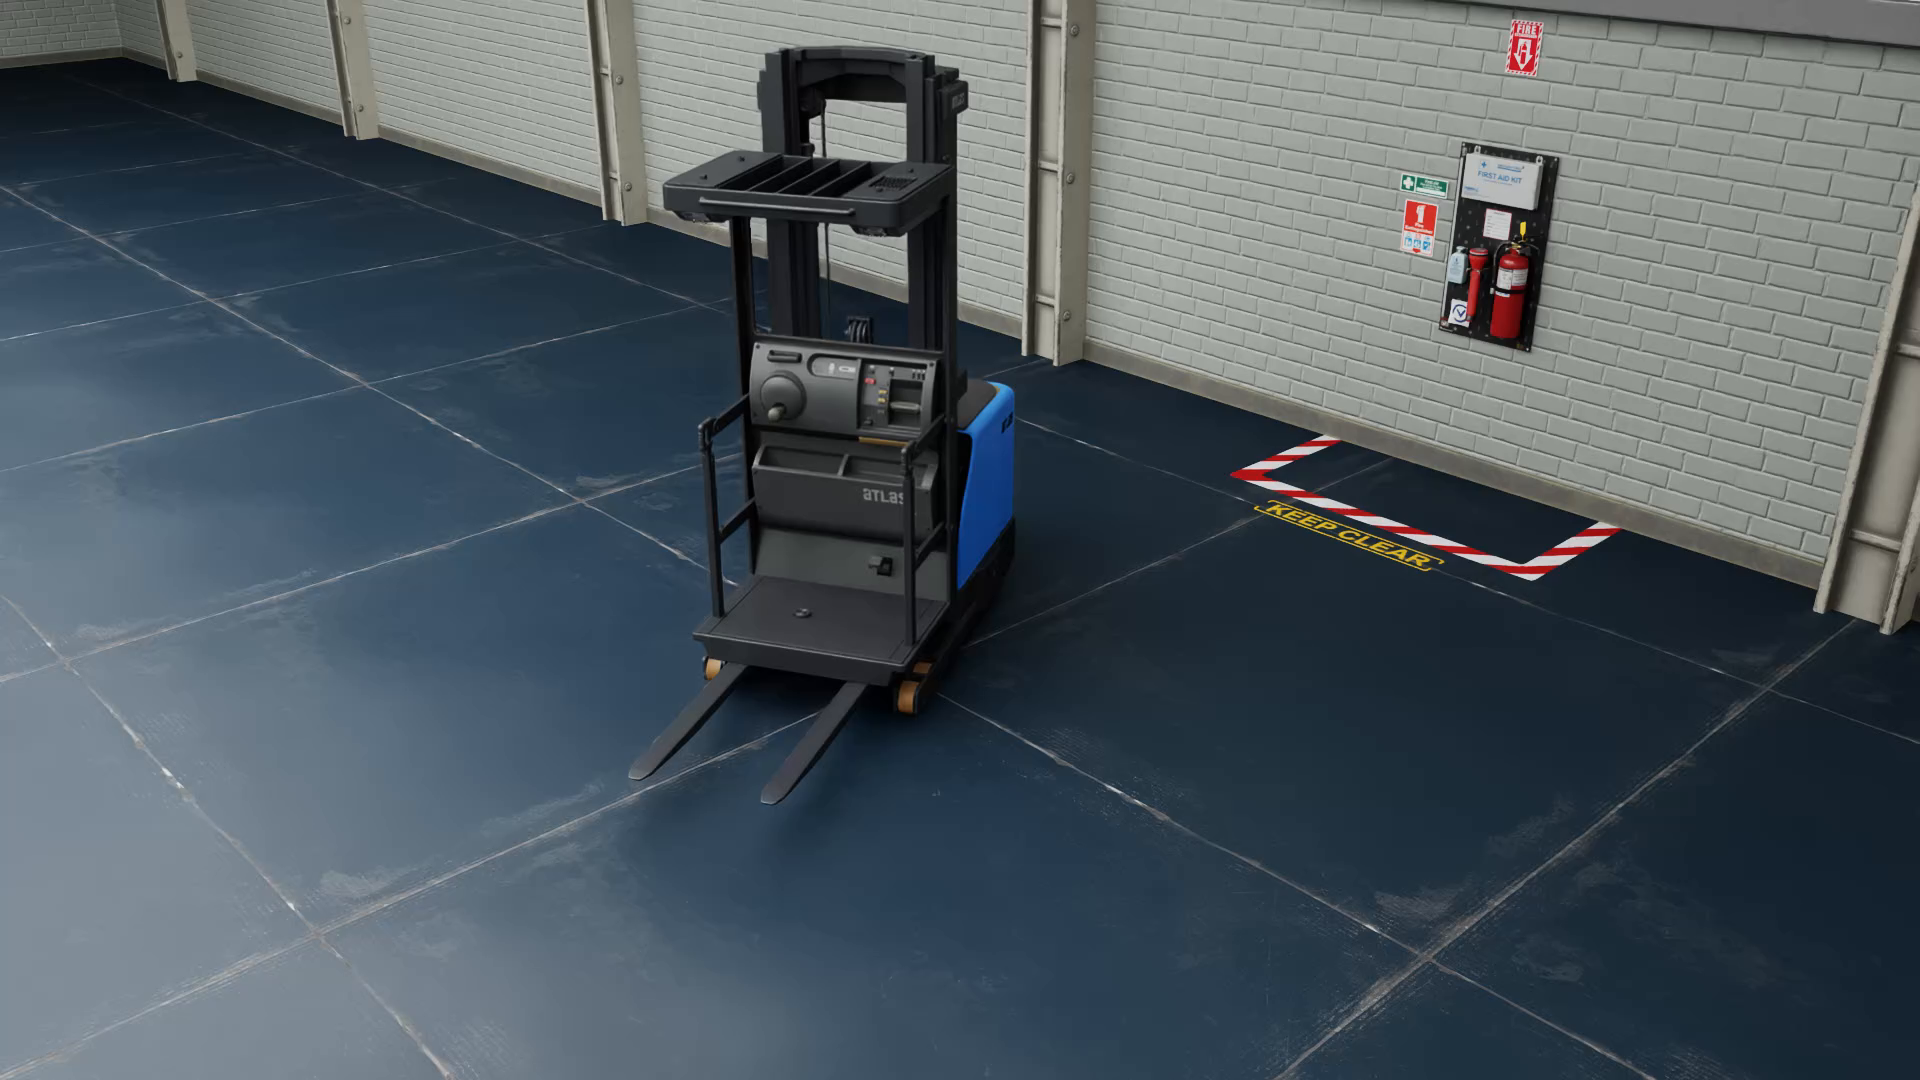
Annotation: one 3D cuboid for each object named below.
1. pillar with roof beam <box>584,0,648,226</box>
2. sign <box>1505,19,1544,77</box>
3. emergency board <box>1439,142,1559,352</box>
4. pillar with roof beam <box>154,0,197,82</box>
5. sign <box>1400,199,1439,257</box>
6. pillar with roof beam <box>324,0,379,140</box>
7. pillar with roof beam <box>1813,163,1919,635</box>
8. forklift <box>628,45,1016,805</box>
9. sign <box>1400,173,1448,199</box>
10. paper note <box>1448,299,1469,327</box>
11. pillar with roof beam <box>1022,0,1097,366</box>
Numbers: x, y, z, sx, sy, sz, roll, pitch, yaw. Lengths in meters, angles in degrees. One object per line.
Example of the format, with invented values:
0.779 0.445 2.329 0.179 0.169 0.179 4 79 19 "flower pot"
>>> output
-6.522 -6.114 12.311 9.100 9.000 0.400 -21 32 -38 "pillar with roof beam"
3.228 -2.815 9.515 0.001 0.298 0.199 -21 32 -38 "sign"
3.161 -1.730 9.928 0.194 1.169 0.643 -21 32 -38 "emergency board"
-14.724 -9.750 20.280 9.100 9.000 0.400 -21 32 -38 "pillar with roof beam"
2.858 -1.943 10.352 0.001 0.329 0.234 -21 32 -38 "sign"
-10.623 -7.932 16.295 9.100 9.000 0.400 -21 32 -38 "pillar with roof beam"
1.680 -2.479 4.341 9.100 9.000 0.400 -21 32 -38 "pillar with roof beam"
-0.623 -0.685 7.720 1.130 2.935 3.031 8 26 16 "forklift"
2.855 -2.180 10.234 0.001 0.109 0.331 -21 32 -38 "sign"
3.090 -1.403 10.272 0.016 0.148 0.142 -21 32 -38 "paper note"
-2.421 -4.297 8.326 9.100 9.000 0.400 -21 32 -38 "pillar with roof beam"
